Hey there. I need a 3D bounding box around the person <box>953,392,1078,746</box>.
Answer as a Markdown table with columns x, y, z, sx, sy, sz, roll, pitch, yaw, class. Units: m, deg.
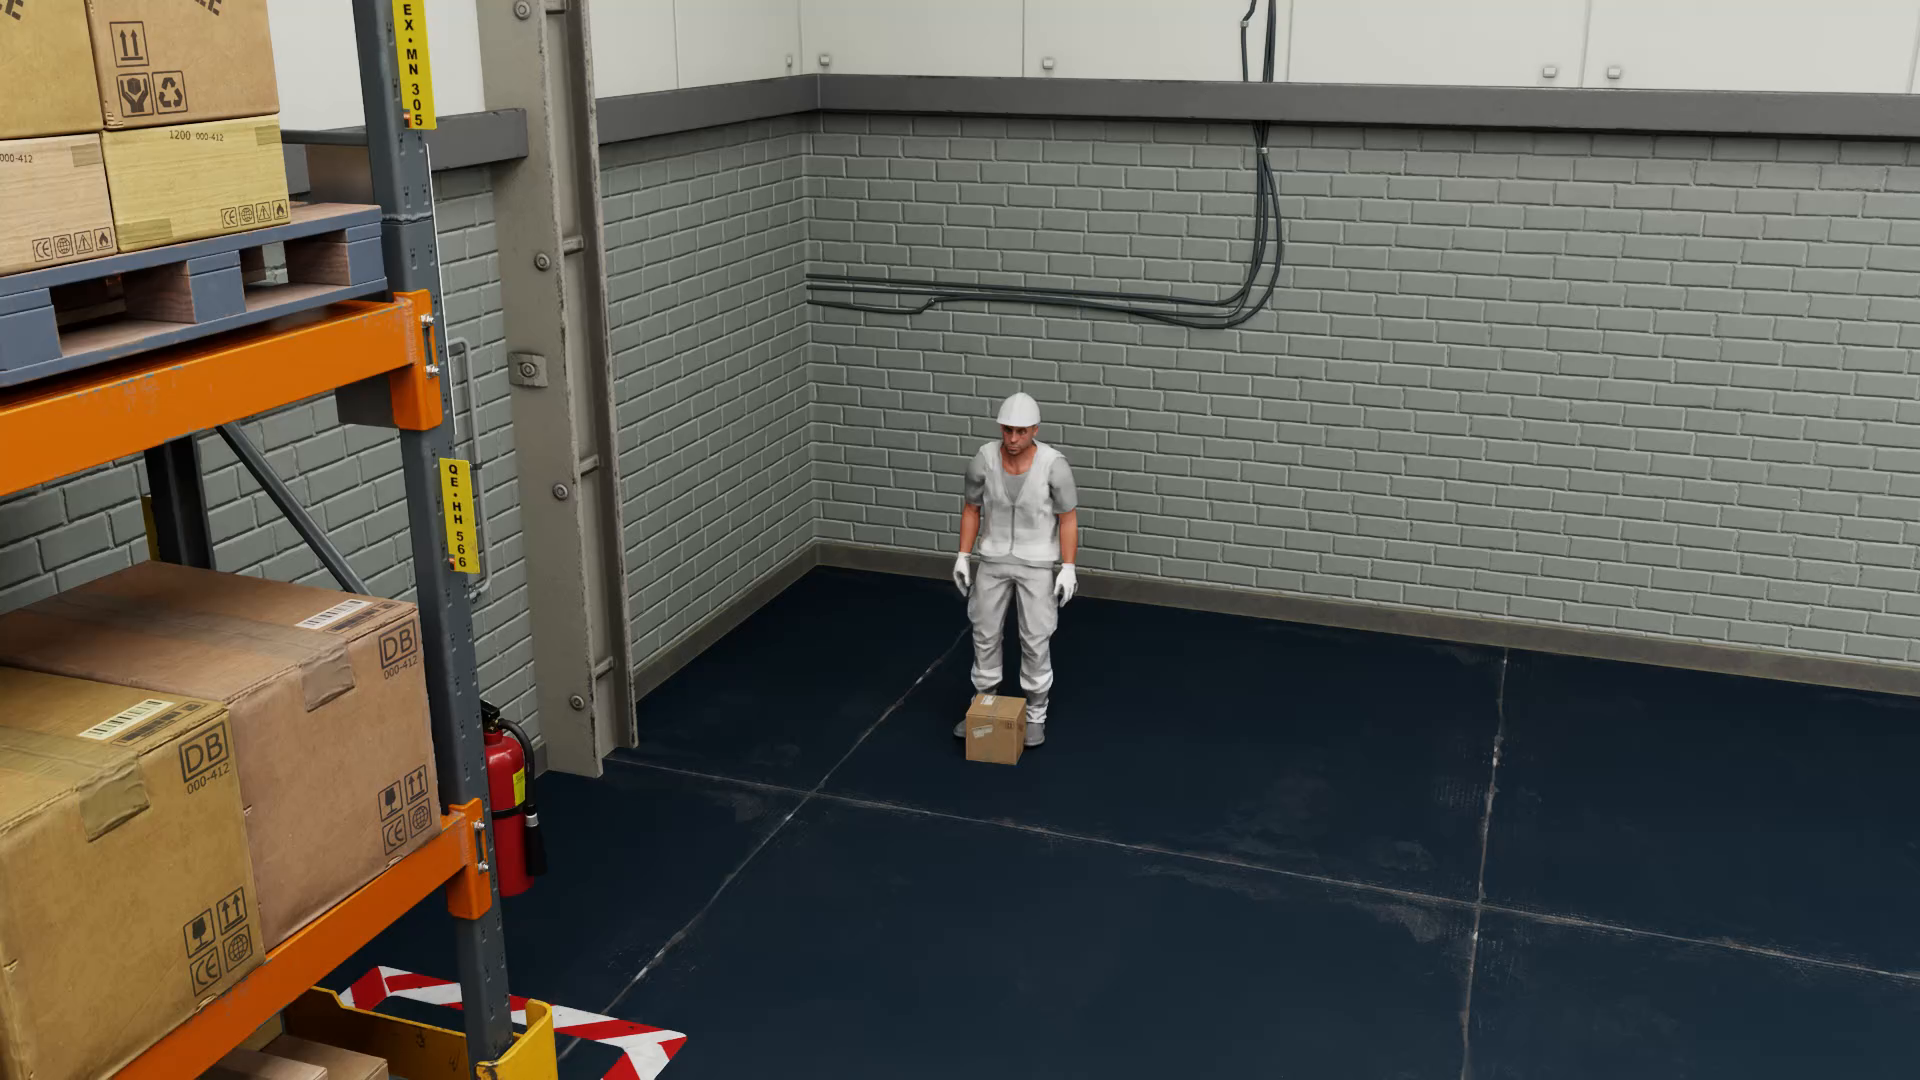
| x | y | z | sx | sy | sz | roll | pitch | yaw | class |
| --- | --- | --- | --- | --- | --- | --- | --- | --- | --- |
| 0.274 | 0.138 | 8.120 | 0.622 | 1.781 | 0.445 | 5 | 19 | 16 | person |
